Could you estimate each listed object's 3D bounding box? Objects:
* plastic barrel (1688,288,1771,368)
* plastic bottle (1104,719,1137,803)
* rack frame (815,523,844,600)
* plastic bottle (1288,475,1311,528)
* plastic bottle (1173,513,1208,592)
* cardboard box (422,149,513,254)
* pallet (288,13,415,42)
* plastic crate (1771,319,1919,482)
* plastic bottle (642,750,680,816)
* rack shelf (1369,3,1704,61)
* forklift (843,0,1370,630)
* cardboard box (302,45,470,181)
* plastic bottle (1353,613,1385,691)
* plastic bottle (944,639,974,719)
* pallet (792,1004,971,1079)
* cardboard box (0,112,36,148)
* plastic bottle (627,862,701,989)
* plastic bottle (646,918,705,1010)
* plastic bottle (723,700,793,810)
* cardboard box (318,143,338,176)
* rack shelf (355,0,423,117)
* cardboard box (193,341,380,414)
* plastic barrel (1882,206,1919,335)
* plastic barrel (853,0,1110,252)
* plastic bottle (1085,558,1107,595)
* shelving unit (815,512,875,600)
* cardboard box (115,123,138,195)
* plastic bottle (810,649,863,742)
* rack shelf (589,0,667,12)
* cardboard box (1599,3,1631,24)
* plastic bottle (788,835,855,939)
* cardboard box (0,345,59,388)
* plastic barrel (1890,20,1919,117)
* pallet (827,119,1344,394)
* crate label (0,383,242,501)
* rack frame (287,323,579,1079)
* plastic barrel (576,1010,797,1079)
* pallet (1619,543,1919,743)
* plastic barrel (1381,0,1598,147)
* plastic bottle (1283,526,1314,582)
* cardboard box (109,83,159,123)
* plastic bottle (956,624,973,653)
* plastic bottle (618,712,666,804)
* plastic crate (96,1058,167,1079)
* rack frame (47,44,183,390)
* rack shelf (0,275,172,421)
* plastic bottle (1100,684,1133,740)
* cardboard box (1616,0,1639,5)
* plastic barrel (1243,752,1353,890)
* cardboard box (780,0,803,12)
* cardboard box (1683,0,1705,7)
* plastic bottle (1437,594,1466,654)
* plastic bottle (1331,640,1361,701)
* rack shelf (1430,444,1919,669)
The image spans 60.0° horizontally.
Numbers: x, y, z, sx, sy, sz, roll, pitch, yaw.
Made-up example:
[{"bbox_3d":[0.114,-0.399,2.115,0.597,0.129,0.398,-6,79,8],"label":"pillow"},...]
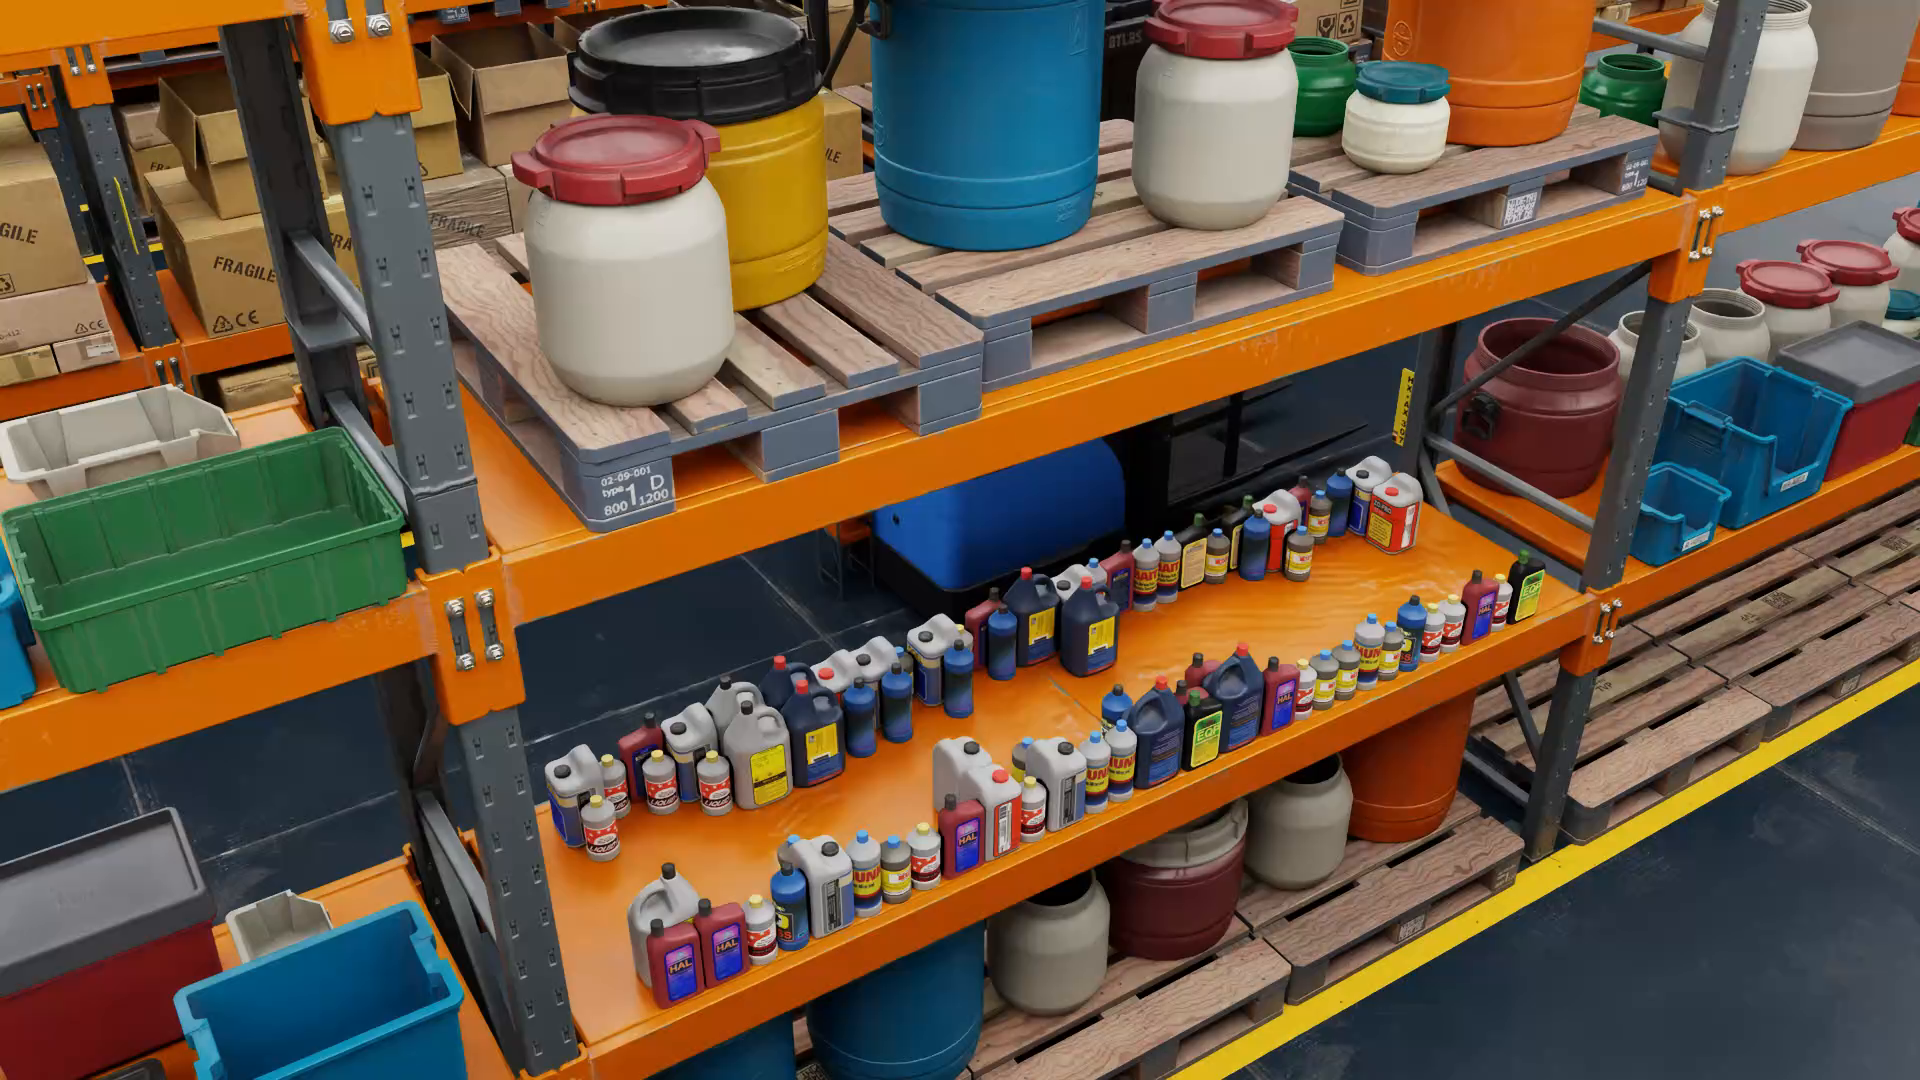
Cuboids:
[{"bbox_3d":[3.183,-0.768,7.051,0.421,0.512,0.421,0,32,0],"label":"plastic barrel"},{"bbox_3d":[0.481,0.658,5.016,0.097,0.271,0.097,0,32,0],"label":"plastic bottle"},{"bbox_3d":[-0.658,-0.256,8.031,0.006,1.200,0.240,-22,38,-28],"label":"rack frame"},{"bbox_3d":[1.240,-0.102,6.209,0.133,0.283,0.061,-19,37,-27],"label":"plastic bottle"},{"bbox_3d":[0.821,0.042,5.981,0.133,0.283,0.061,-19,37,-27],"label":"plastic bottle"},{"bbox_3d":[-2.600,-1.624,8.419,0.500,0.500,0.500,-20,37,-28],"label":"cardboard box"},{"bbox_3d":[-4.847,-4.009,12.473,1.213,0.211,1.003,-19,37,-27],"label":"pallet"},{"bbox_3d":[3.604,-0.563,6.771,0.583,0.464,0.402,-19,37,-27],"label":"plastic crate"},{"bbox_3d":[-0.898,0.718,4.986,0.097,0.201,0.097,0,32,0],"label":"plastic bottle"},{"bbox_3d":[4.440,-3.857,12.727,4.000,0.370,1.077,-19,37,-27],"label":"rack shelf"},{"bbox_3d":[0.893,-1.405,8.231,3.031,2.935,1.130,-21,38,-29],"label":"forklift"},{"bbox_3d":[-2.850,-2.119,8.263,0.637,0.503,0.797,-19,37,-27],"label":"cardboard box"},{"bbox_3d":[1.343,0.361,5.487,0.097,0.271,0.097,0,32,0],"label":"plastic bottle"},{"bbox_3d":[-0.003,0.439,5.363,0.097,0.271,0.097,0,32,0],"label":"plastic bottle"},{"bbox_3d":[-0.611,1.925,5.500,1.213,0.211,1.003,-19,37,-27],"label":"pallet"},{"bbox_3d":[-4.506,-1.626,7.676,0.500,0.500,0.500,-19,37,-27],"label":"cardboard box"},{"bbox_3d":[-0.776,1.003,4.395,0.185,0.351,0.144,-19,37,-27],"label":"plastic bottle"},{"bbox_3d":[-0.742,1.085,4.328,0.133,0.283,0.061,-19,37,-27],"label":"plastic bottle"},{"bbox_3d":[-0.608,0.623,4.996,0.185,0.351,0.144,-19,37,-27],"label":"plastic bottle"},{"bbox_3d":[-3.301,-1.711,8.557,0.500,0.500,0.500,-18,36,-26],"label":"cardboard box"},{"bbox_3d":[0.399,-1.692,4.047,4.000,0.370,1.077,-19,37,-27],"label":"rack shelf"},{"bbox_3d":[-3.438,-0.744,8.715,0.875,0.875,1.225,-19,37,-27],"label":"cardboard box"},{"bbox_3d":[4.519,-1.241,7.779,0.433,0.535,0.433,0,32,0],"label":"plastic barrel"},{"bbox_3d":[0.070,-1.270,4.277,0.708,0.901,0.600,-19,37,-27],"label":"plastic barrel"},{"bbox_3d":[0.458,0.184,5.768,0.097,0.271,0.097,0,32,0],"label":"plastic bottle"},{"bbox_3d":[-0.583,-0.286,8.075,0.189,1.200,0.258,-22,38,-28],"label":"shelving unit"},{"bbox_3d":[-6.082,-2.971,12.598,0.500,0.500,0.500,-20,37,-28],"label":"cardboard box"},{"bbox_3d":[-0.395,0.493,5.274,0.135,0.276,0.152,-19,37,-27],"label":"plastic bottle"},{"bbox_3d":[-1.525,-4.954,14.467,4.000,0.370,1.077,-19,37,-27],"label":"rack shelf"},{"bbox_3d":[4.789,-3.978,12.480,0.250,0.149,0.380,-19,37,-27],"label":"cardboard box"},{"bbox_3d":[-0.379,0.934,4.574,0.135,0.276,0.152,-19,37,-27],"label":"plastic bottle"},{"bbox_3d":[-4.261,-0.855,7.529,0.250,0.149,0.380,-18,37,-26],"label":"cardboard box"},{"bbox_3d":[3.438,-1.985,5.872,0.708,0.830,0.600,-19,37,-27],"label":"plastic barrel"},{"bbox_3d":[0.276,-0.838,4.633,1.213,0.211,1.003,-19,37,-27],"label":"pallet"},{"bbox_3d":[-1.850,-0.195,3.683,0.466,0.136,0.293,-19,37,-27],"label":"crate label"},{"bbox_3d":[-1.282,0.950,4.432,0.127,3.000,1.000,-19,37,-27],"label":"rack frame"},{"bbox_3d":[-0.815,1.511,5.117,0.708,0.901,0.600,-19,37,-27],"label":"plastic barrel"},{"bbox_3d":[3.777,0.416,7.892,1.213,0.211,1.003,-19,37,-27],"label":"pallet"},{"bbox_3d":[1.601,-1.671,4.980,0.708,0.830,0.600,-19,37,-27],"label":"plastic barrel"},{"bbox_3d":[1.236,0.043,6.057,0.097,0.201,0.097,0,32,0],"label":"plastic bottle"},{"bbox_3d":[-6.079,-3.290,12.401,0.500,0.250,0.500,-20,37,-29],"label":"cardboard box"},{"bbox_3d":[-0.004,0.372,5.534,0.097,0.201,0.097,0,32,0],"label":"plastic bottle"},{"bbox_3d":[-0.956,0.653,5.012,0.133,0.283,0.061,-19,37,-27],"label":"plastic bottle"},{"bbox_3d":[-2.077,1.485,3.785,0.590,0.125,0.437,-19,37,-27],"label":"plastic crate"},{"bbox_3d":[-3.965,-1.271,7.953,0.127,3.000,1.000,-19,37,-27],"label":"rack frame"},{"bbox_3d":[-5.646,-0.388,7.228,4.000,0.370,1.077,-19,37,-27],"label":"rack shelf"},{"bbox_3d":[0.485,0.565,5.164,0.097,0.271,0.097,0,32,0],"label":"plastic bottle"},{"bbox_3d":[4.845,-4.437,12.601,0.500,0.500,0.875,-19,37,-27],"label":"cardboard box"},{"bbox_3d":[1.252,1.021,6.258,0.421,0.512,0.421,0,32,0],"label":"plastic barrel"},{"bbox_3d":[-1.912,-4.296,14.465,0.750,0.750,1.050,-18,37,-27],"label":"cardboard box"},{"bbox_3d":[5.600,-4.291,12.976,0.250,0.149,0.380,-19,37,-27],"label":"cardboard box"},{"bbox_3d":[1.671,0.278,5.684,0.097,0.201,0.097,0,32,0],"label":"plastic bottle"},{"bbox_3d":[1.261,0.419,5.461,0.097,0.201,0.097,0,32,0],"label":"plastic bottle"},{"bbox_3d":[3.761,-0.480,7.373,4.000,0.370,1.077,-19,37,-27],"label":"rack shelf"}]
